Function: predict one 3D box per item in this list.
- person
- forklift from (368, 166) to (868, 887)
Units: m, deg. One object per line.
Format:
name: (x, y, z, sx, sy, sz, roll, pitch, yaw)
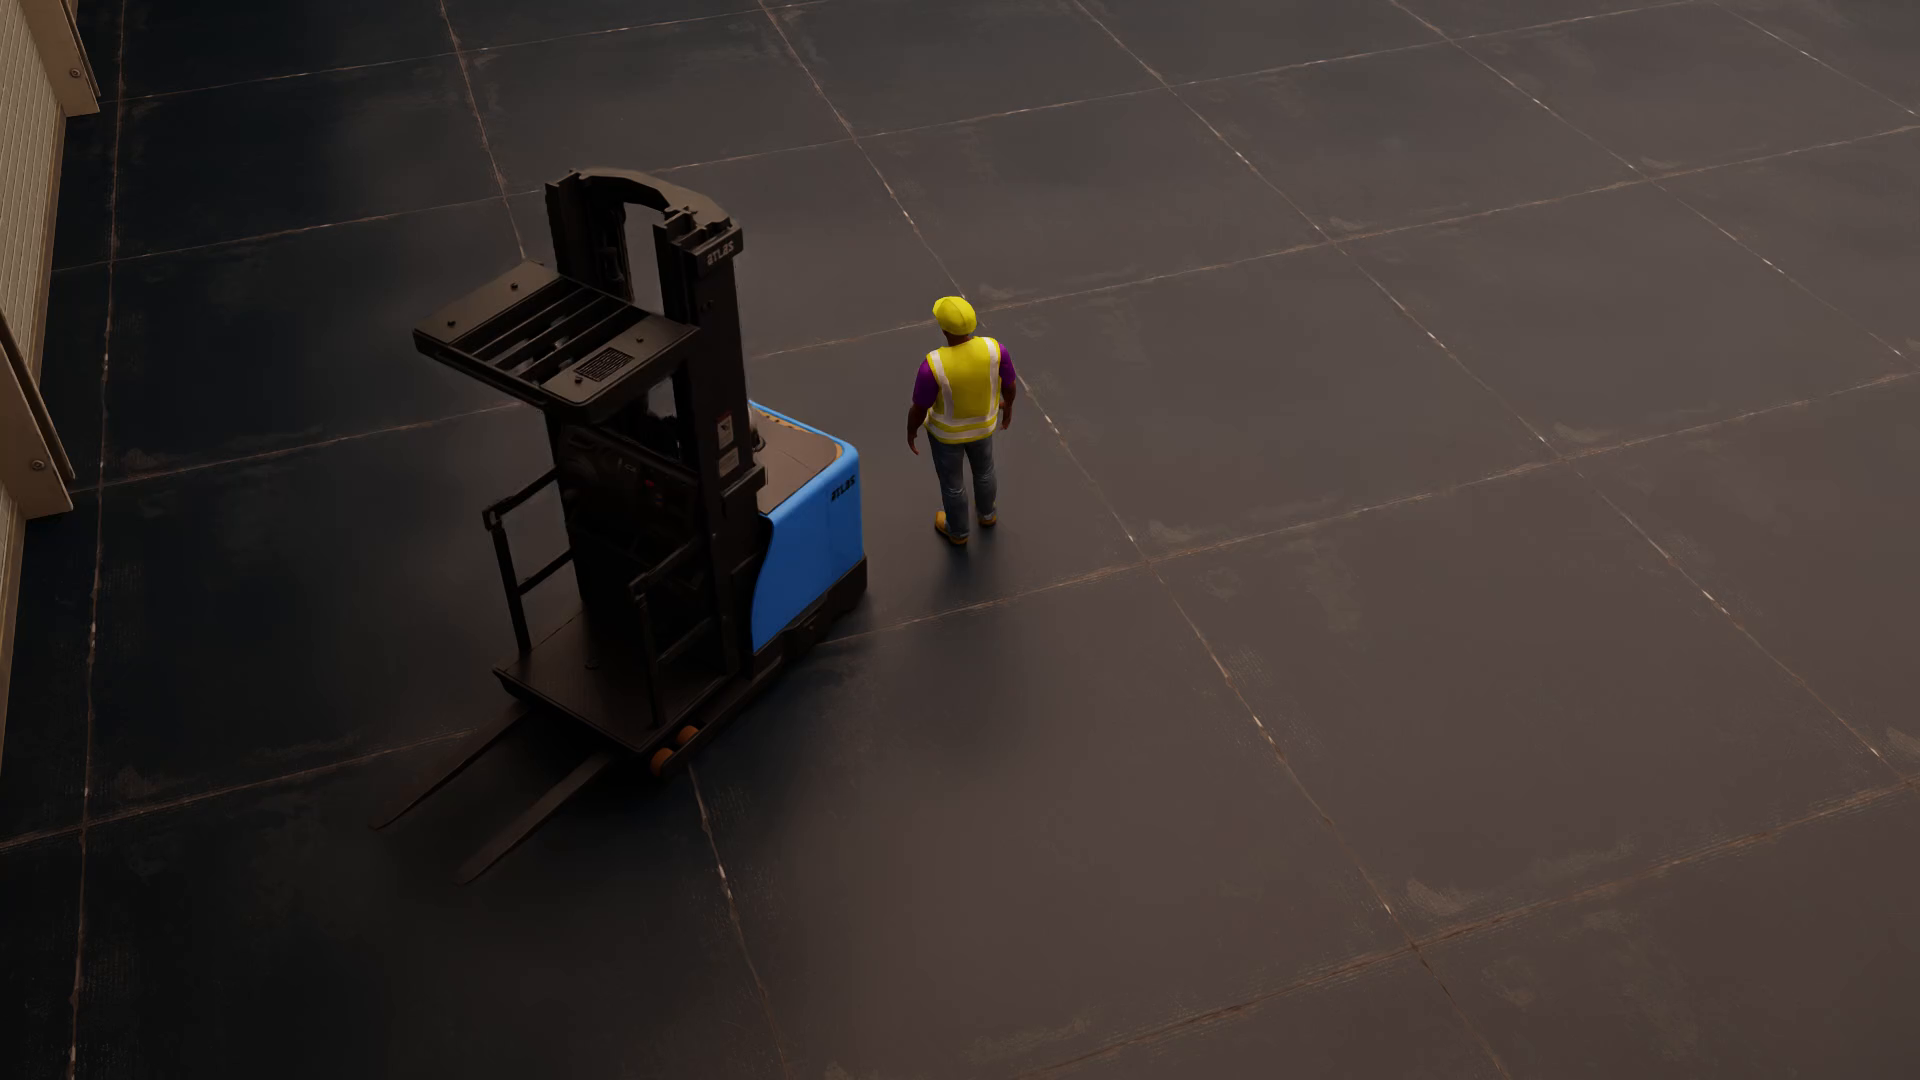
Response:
person: (-0.014, -0.726, 9.756, 0.657, 1.765, 0.577, -13, 42, -15)
forklift: (-1.799, -0.215, 8.253, 1.130, 2.935, 3.031, 24, 46, 26)
